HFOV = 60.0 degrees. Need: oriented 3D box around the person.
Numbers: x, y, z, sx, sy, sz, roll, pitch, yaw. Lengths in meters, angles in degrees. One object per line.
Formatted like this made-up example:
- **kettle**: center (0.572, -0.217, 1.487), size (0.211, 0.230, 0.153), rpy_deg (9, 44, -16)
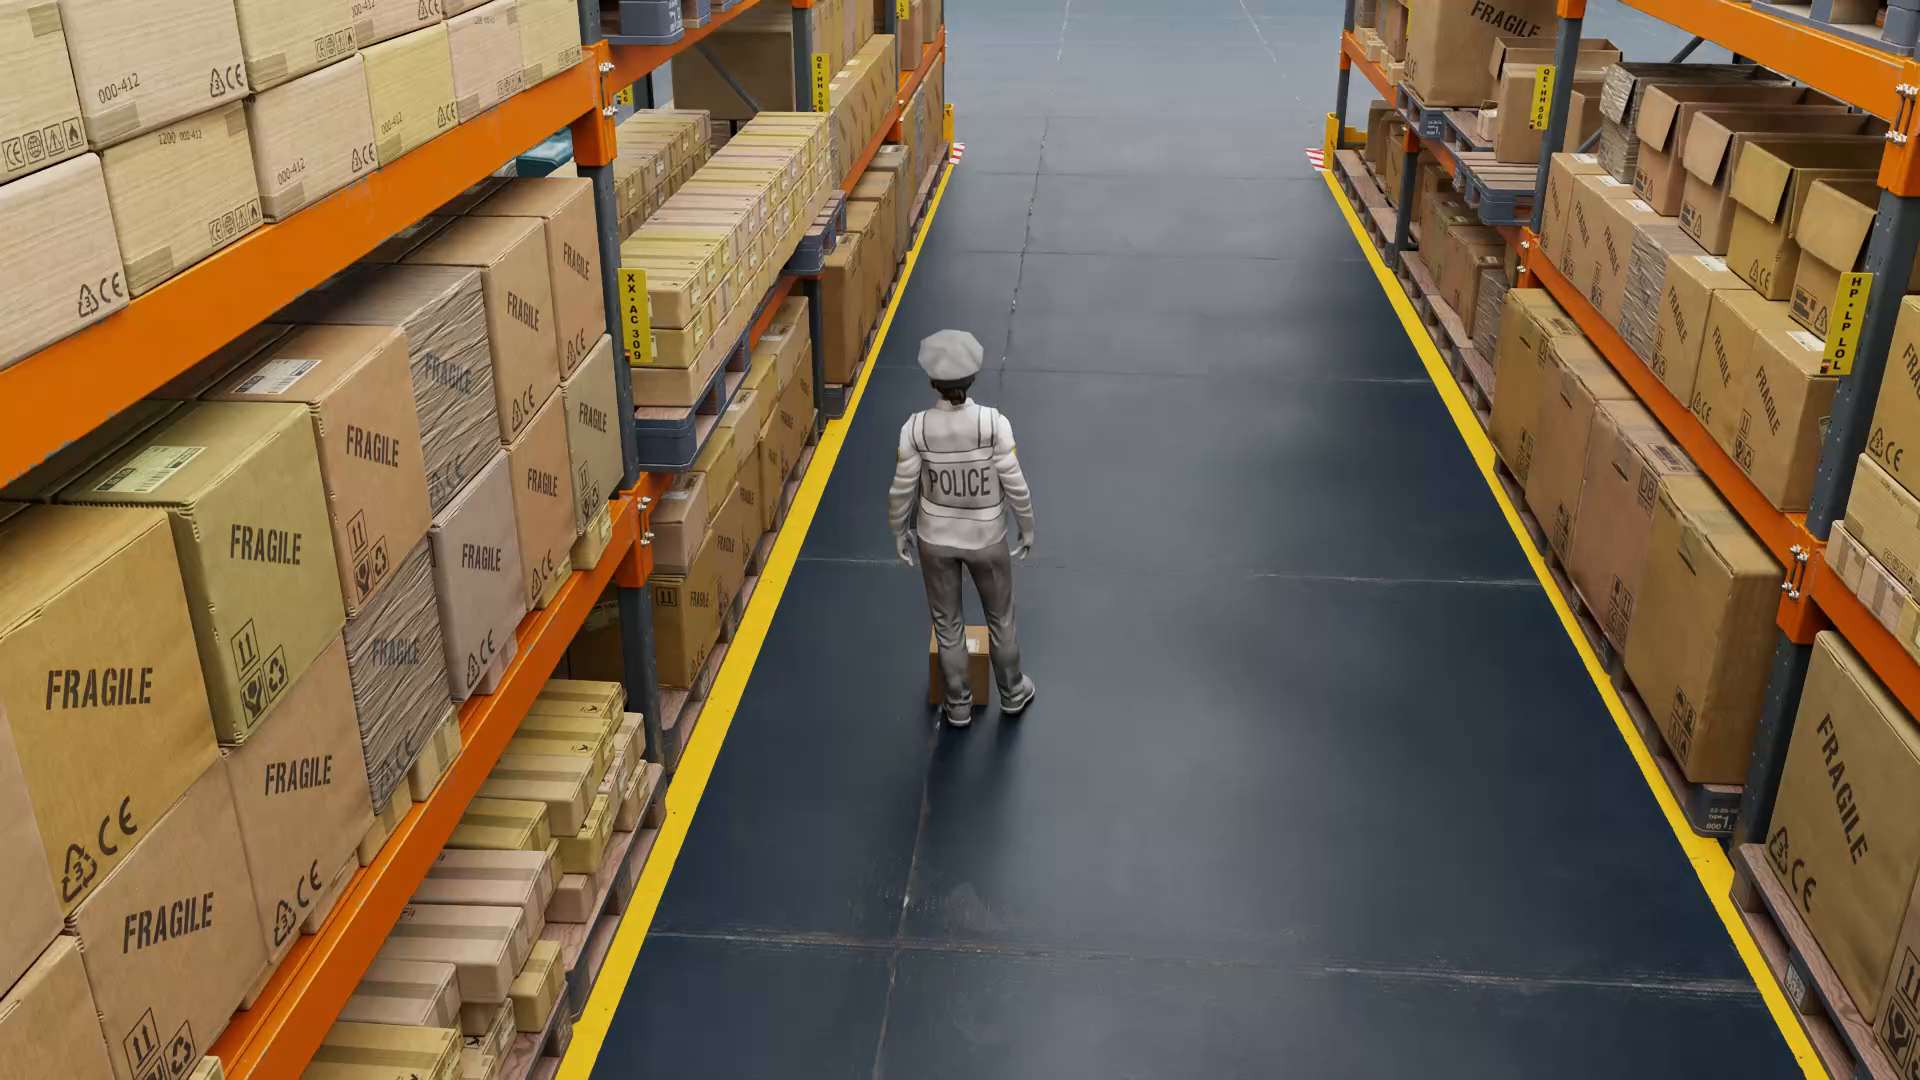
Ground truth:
- **person**: center (0.014, -0.042, 6.635), size (0.587, 1.694, 0.530), rpy_deg (2, 25, 4)
